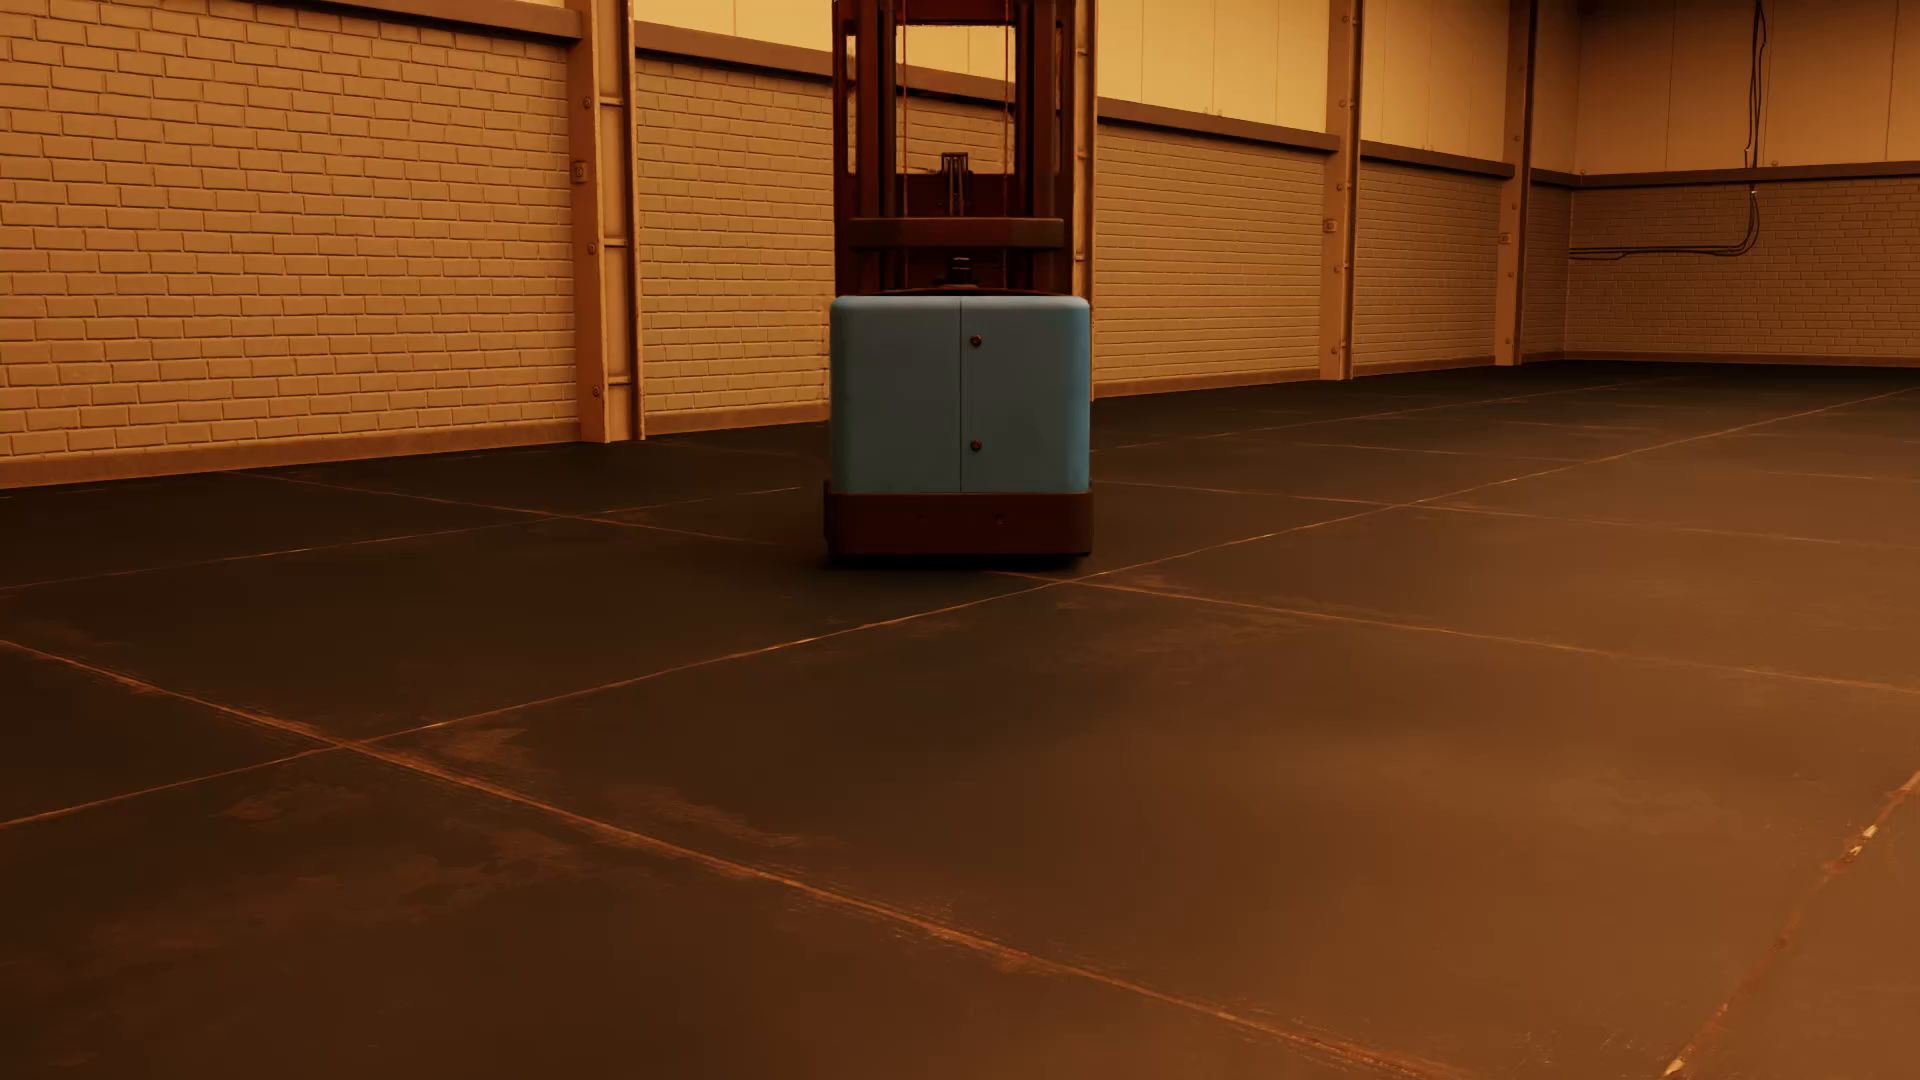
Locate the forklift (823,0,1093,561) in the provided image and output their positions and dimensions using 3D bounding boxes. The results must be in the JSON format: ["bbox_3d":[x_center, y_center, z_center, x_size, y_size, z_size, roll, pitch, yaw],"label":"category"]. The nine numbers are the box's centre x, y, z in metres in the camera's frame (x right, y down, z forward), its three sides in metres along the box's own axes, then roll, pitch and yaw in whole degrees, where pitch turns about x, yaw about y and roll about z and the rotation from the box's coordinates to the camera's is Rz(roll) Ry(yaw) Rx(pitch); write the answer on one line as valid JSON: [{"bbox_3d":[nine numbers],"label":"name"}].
[{"bbox_3d":[-0.036,-1.542,7.820,1.130,2.935,3.031,0,8,-1],"label":"forklift"}]
